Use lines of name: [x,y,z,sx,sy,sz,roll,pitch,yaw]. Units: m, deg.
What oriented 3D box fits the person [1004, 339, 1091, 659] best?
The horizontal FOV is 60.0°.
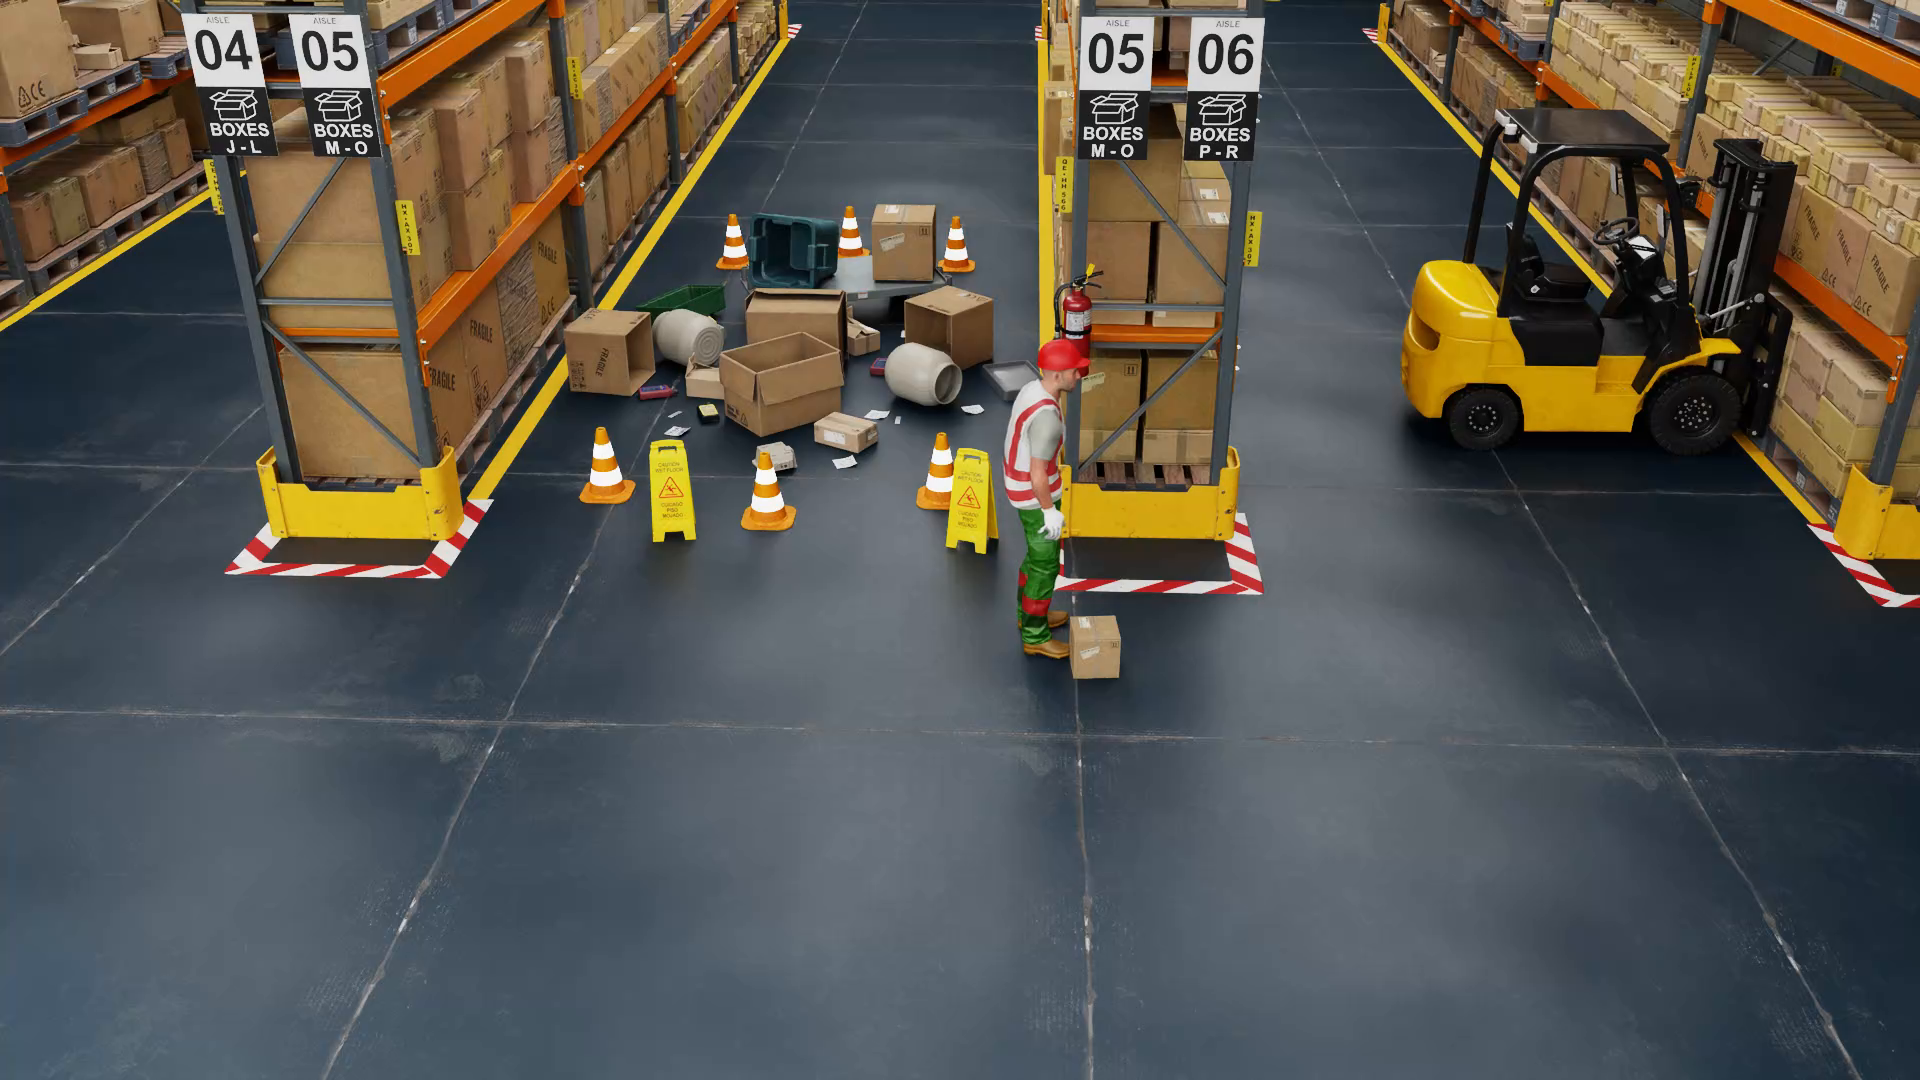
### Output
person: [0.464,-0.243,9.066,0.448,1.780,0.609,0,28,0]
